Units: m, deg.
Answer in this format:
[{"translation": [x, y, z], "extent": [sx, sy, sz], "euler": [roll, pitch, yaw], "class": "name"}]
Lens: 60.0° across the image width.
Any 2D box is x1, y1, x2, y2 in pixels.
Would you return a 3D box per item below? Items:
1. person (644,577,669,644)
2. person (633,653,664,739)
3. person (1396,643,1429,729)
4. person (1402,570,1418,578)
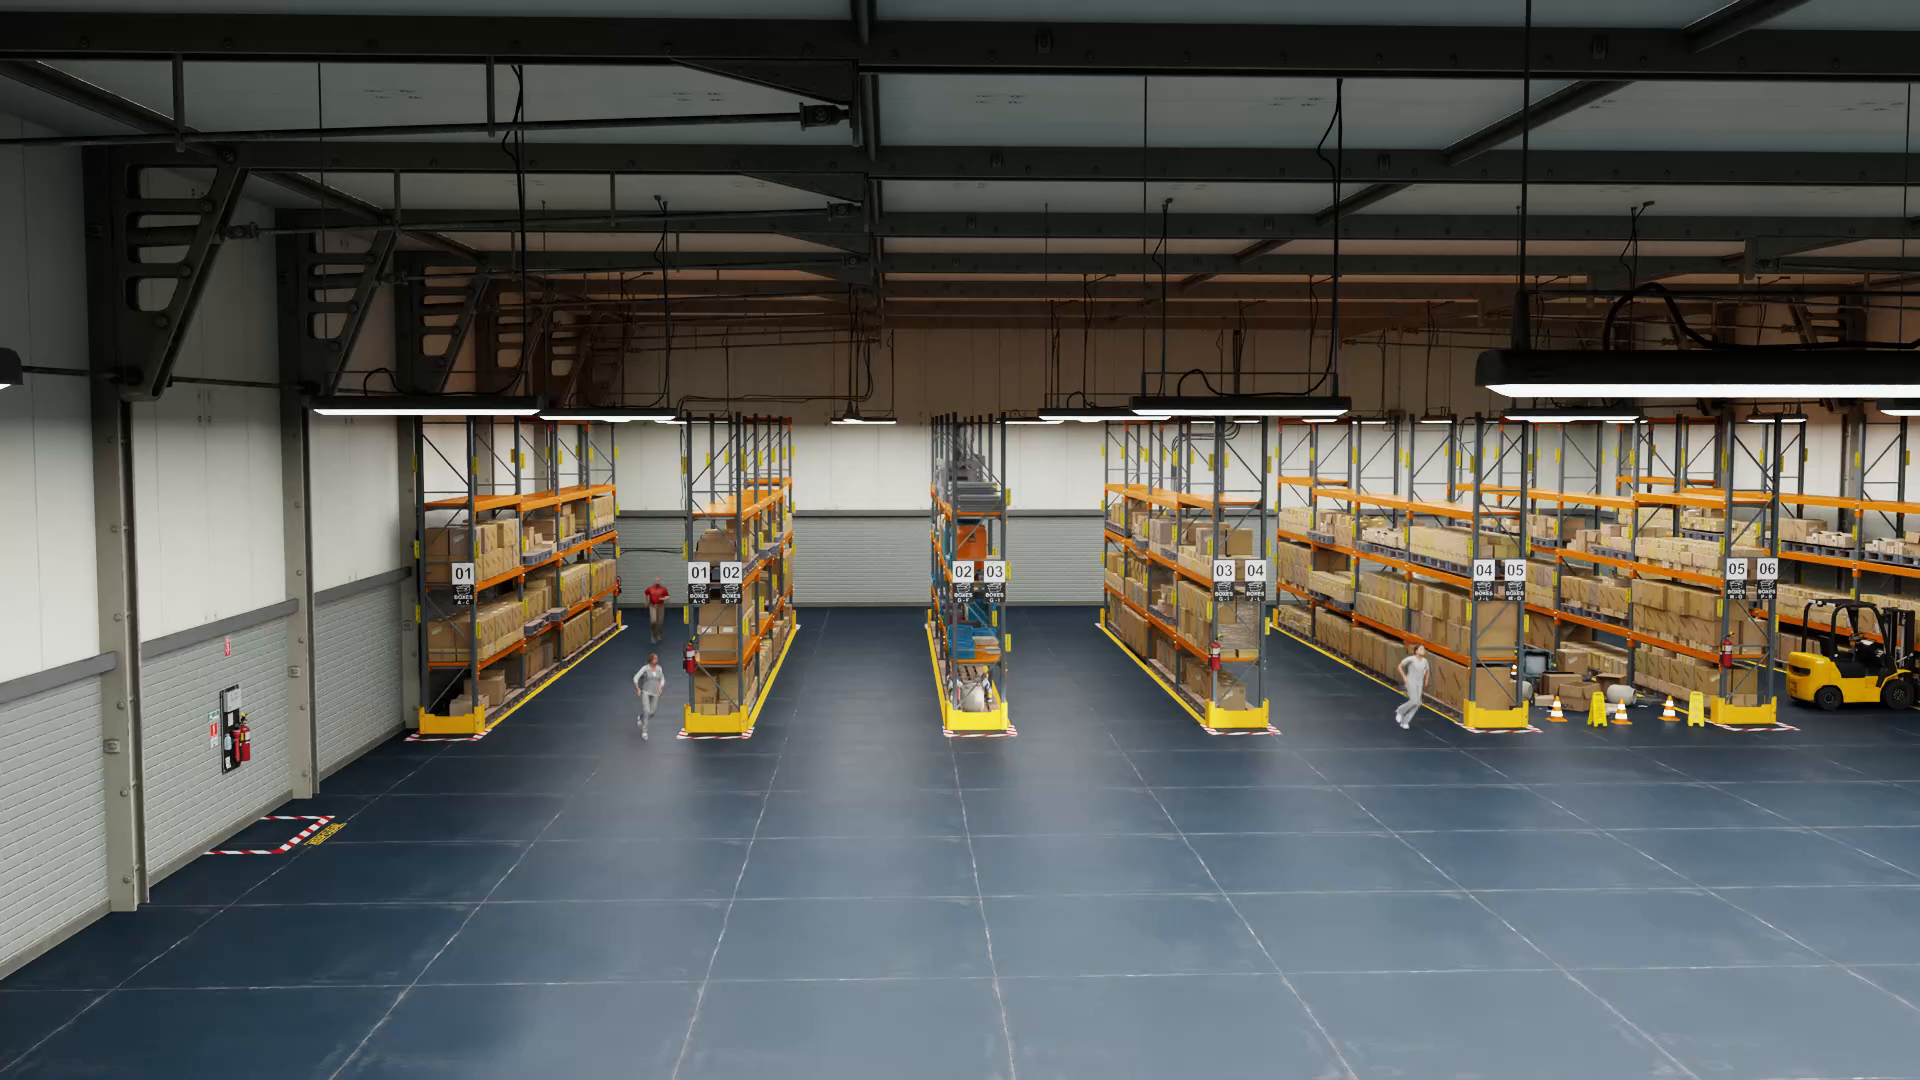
[{"translation": [-8.030, 1.877, 44.093], "extent": [0.633, 1.797, 0.744], "euler": [-1, 4, -17], "class": "person"}, {"translation": [-5.761, 2.870, 30.821], "extent": [0.590, 1.554, 0.645], "euler": [-2, 5, -31], "class": "person"}, {"translation": [8.665, 2.772, 31.647], "extent": [0.609, 1.616, 0.522], "euler": [-2, 4, -22], "class": "person"}, {"translation": [13.444, 1.473, 49.881], "extent": [0.637, 1.736, 0.709], "euler": [-1, 4, -20], "class": "person"}]
